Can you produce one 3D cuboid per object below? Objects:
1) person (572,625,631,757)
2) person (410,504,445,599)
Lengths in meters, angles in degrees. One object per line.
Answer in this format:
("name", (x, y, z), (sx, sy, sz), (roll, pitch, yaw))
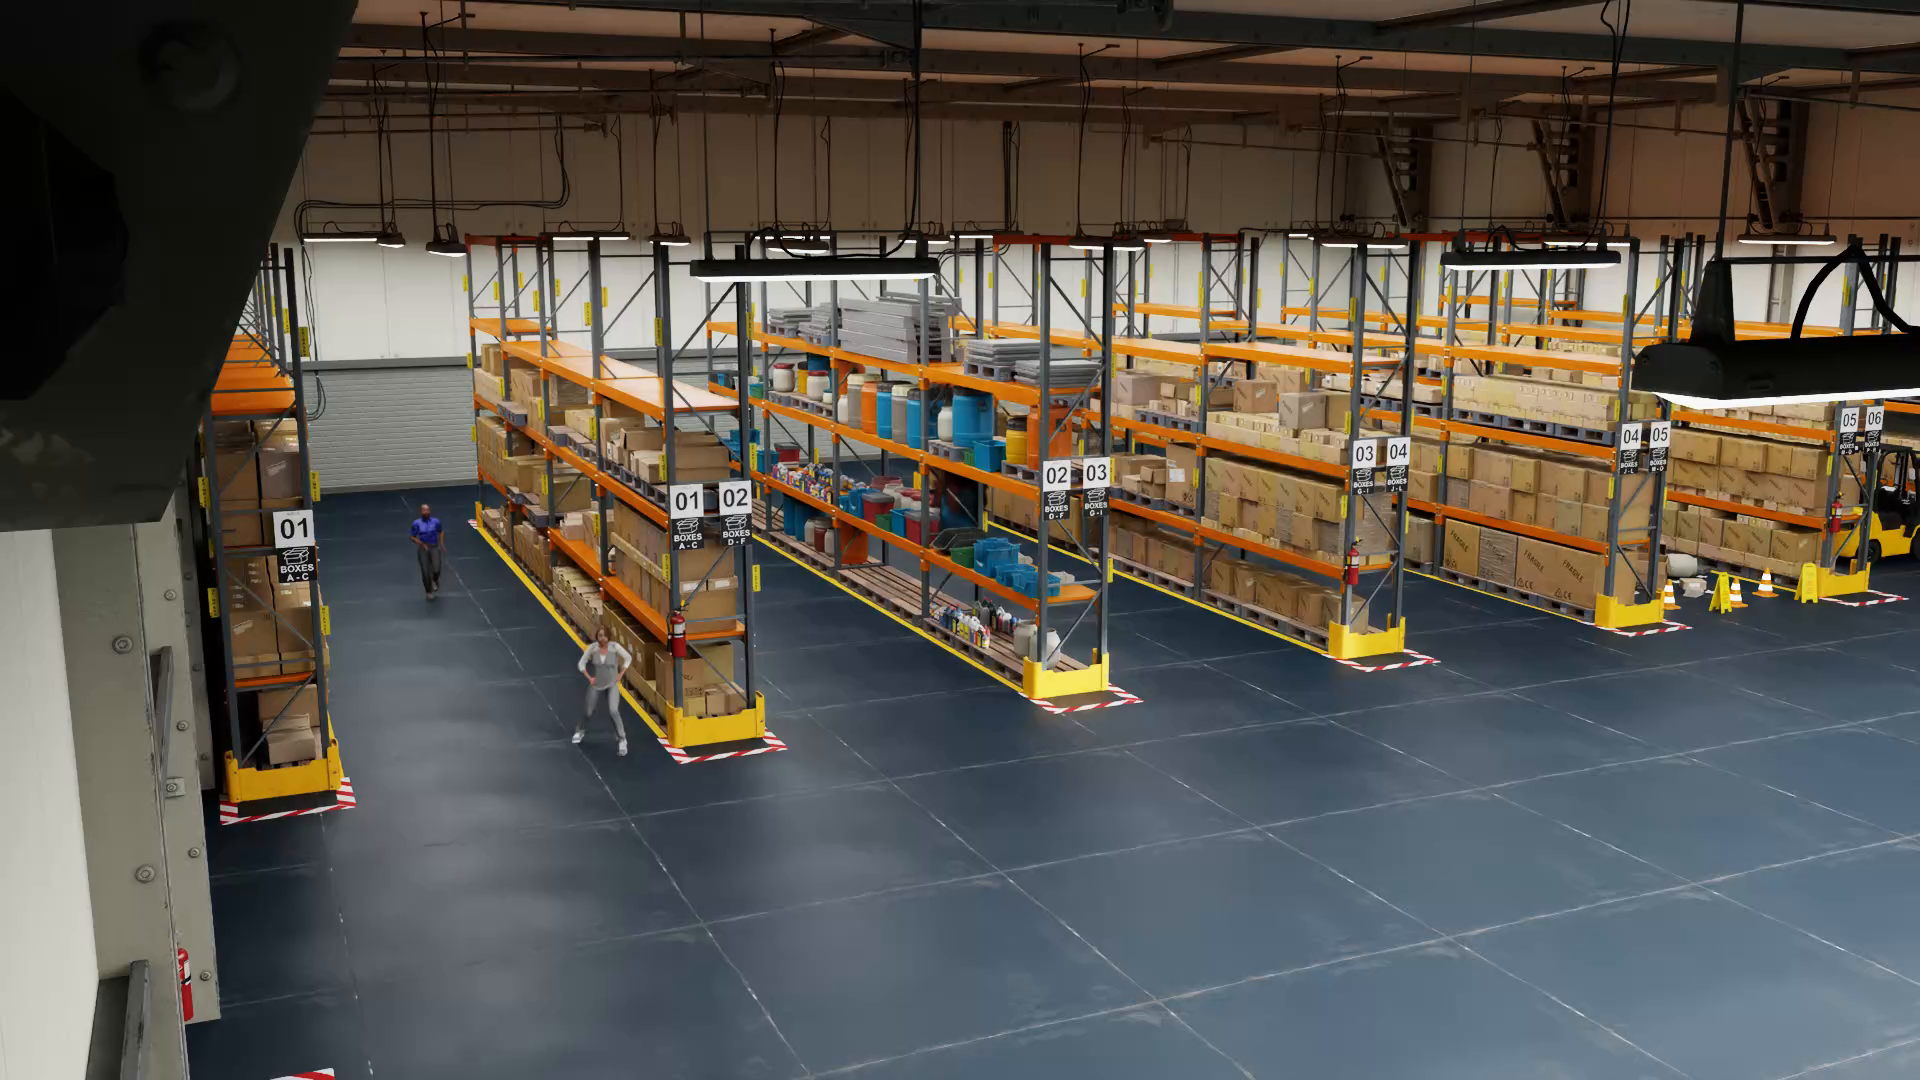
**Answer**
("person", (-4.310, 1.789, 19.930), (0.752, 1.549, 0.584), (-2, 11, -9))
("person", (-8.908, 0.195, 27.915), (0.569, 1.617, 0.554), (-5, 12, -26))
